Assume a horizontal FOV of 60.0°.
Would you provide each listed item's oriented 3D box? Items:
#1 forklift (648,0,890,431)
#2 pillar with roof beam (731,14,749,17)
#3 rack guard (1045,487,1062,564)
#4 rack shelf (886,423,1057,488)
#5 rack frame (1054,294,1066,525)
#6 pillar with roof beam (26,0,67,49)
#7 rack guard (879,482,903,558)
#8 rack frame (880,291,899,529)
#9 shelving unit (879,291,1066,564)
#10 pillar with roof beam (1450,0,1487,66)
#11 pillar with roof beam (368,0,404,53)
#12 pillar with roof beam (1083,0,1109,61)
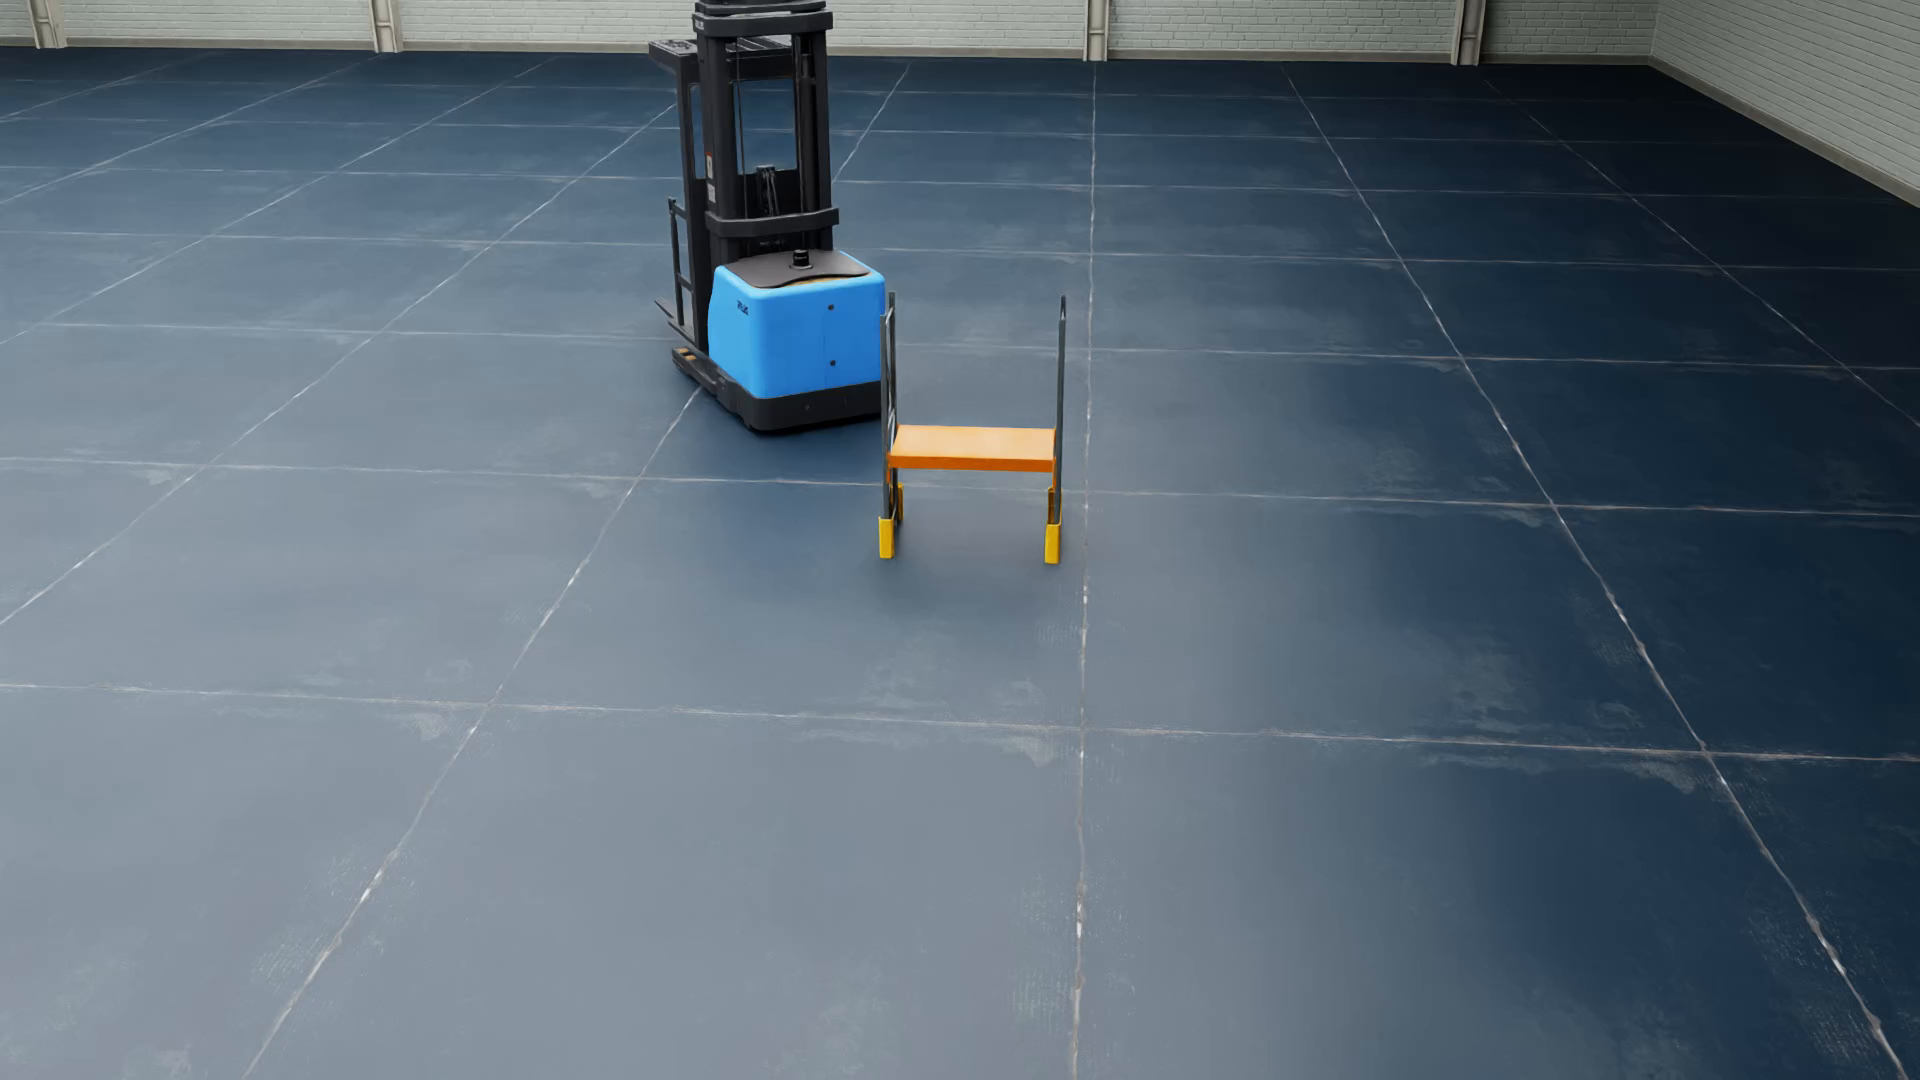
[{"bbox_3d":[-1.629,-2.688,12.585,1.130,2.935,3.031,-12,27,-24],"label":"forklift"},{"bbox_3d":[-4.074,-10.441,22.175,0.400,9.000,9.100,2,25,4],"label":"pillar with roof beam"},{"bbox_3d":[0.573,-0.095,10.158,0.087,0.250,0.587,2,25,4],"label":"rack guard"},{"bbox_3d":[0.085,-0.515,10.006,1.000,0.185,0.538,2,25,4],"label":"rack shelf"},{"bbox_3d":[0.592,-0.662,9.895,0.032,1.500,0.500,2,25,4],"label":"rack frame"},{"bbox_3d":[-16.039,-10.825,23.010,0.400,9.000,9.100,2,25,4],"label":"pillar with roof beam"},{"bbox_3d":[-0.421,-0.127,10.227,0.087,0.250,0.587,2,25,4],"label":"rack guard"},{"bbox_3d":[-0.422,-0.695,9.966,0.032,1.500,0.500,2,25,4],"label":"rack frame"},{"bbox_3d":[0.076,-0.679,9.931,1.083,1.500,0.587,2,25,4],"label":"shelving unit"},{"bbox_3d":[7.891,-10.057,21.341,0.400,9.000,9.100,2,25,4],"label":"pillar with roof beam"},{"bbox_3d":[-10.057,-10.633,22.593,0.400,9.000,9.100,2,25,4],"label":"pillar with roof beam"},{"bbox_3d":[1.908,-10.249,21.758,0.400,9.000,9.100,2,25,4],"label":"pillar with roof beam"}]
